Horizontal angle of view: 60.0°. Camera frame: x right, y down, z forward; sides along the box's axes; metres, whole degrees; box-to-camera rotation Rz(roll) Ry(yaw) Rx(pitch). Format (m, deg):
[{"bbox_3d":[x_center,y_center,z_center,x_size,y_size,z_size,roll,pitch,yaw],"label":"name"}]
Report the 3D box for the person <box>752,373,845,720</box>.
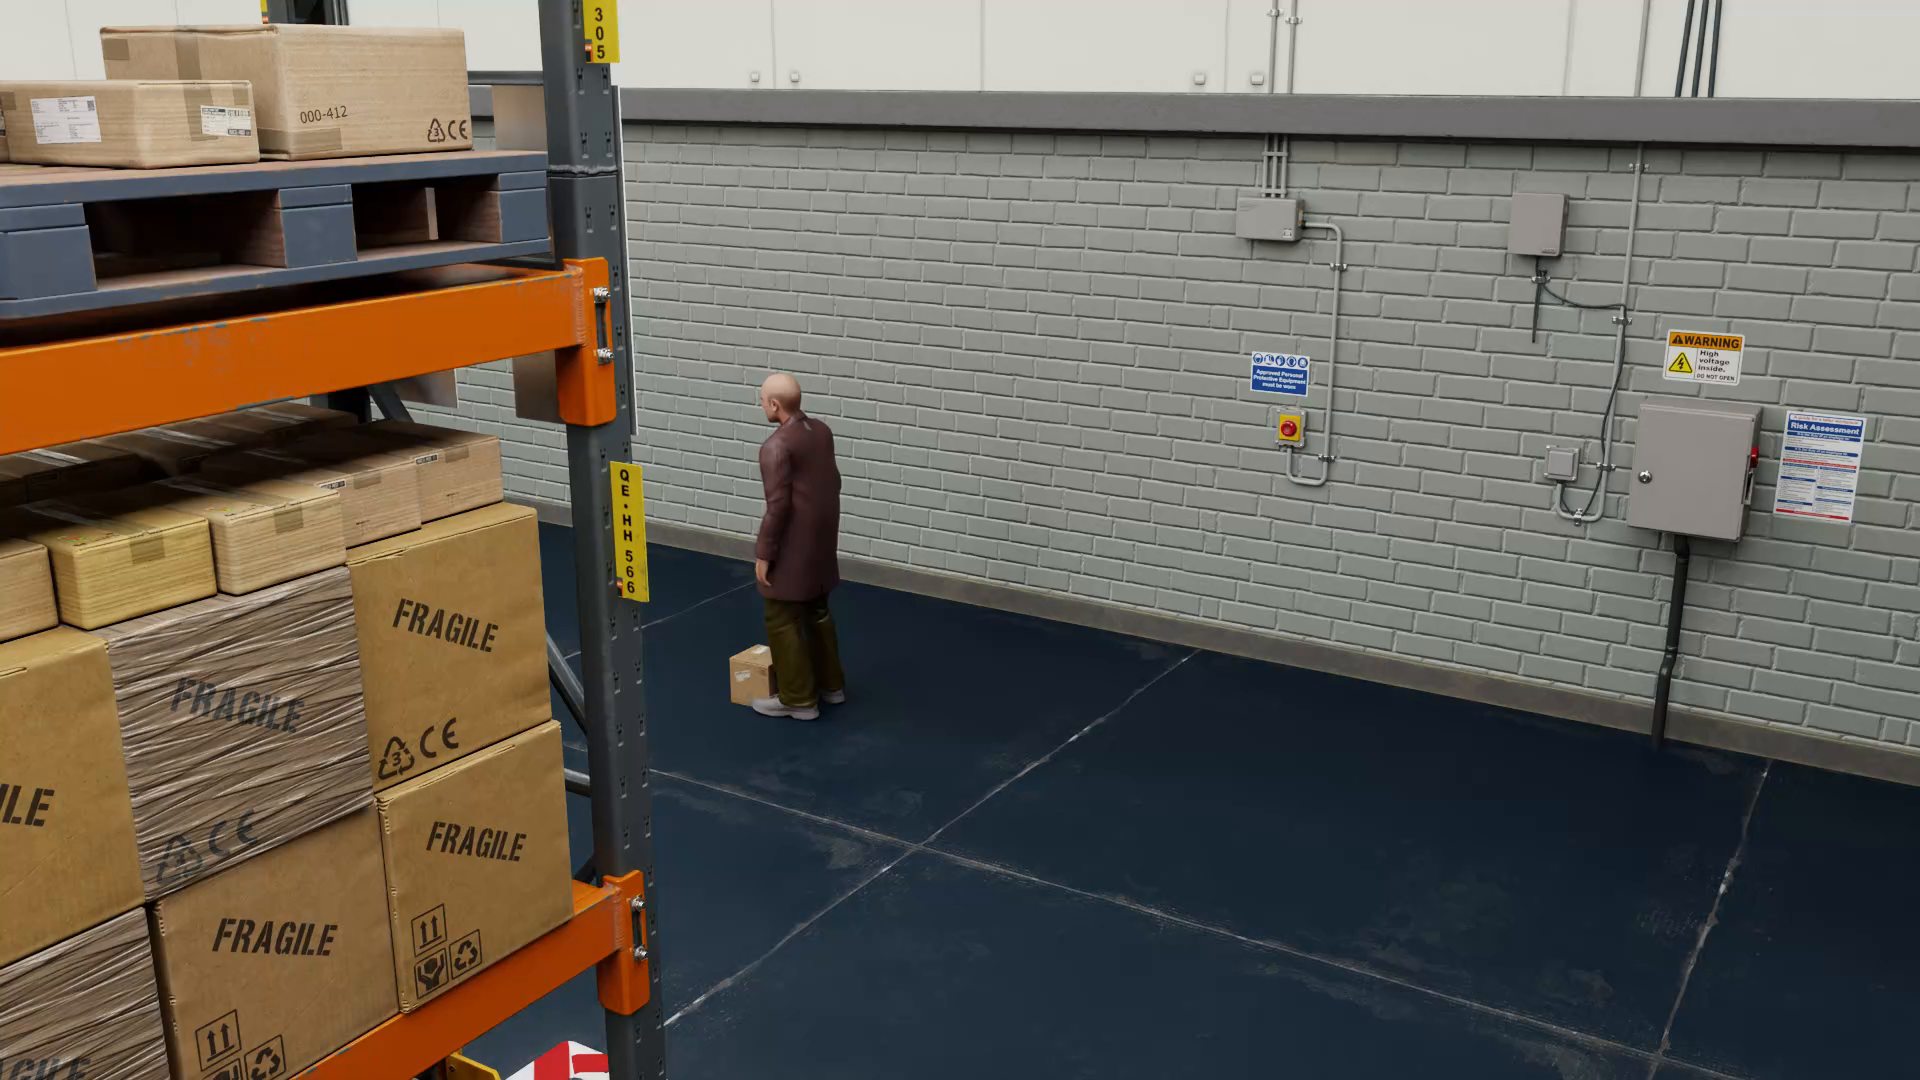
[{"bbox_3d":[-0.833,0.031,8.451,0.424,1.773,0.653,8,18,27],"label":"person"}]
